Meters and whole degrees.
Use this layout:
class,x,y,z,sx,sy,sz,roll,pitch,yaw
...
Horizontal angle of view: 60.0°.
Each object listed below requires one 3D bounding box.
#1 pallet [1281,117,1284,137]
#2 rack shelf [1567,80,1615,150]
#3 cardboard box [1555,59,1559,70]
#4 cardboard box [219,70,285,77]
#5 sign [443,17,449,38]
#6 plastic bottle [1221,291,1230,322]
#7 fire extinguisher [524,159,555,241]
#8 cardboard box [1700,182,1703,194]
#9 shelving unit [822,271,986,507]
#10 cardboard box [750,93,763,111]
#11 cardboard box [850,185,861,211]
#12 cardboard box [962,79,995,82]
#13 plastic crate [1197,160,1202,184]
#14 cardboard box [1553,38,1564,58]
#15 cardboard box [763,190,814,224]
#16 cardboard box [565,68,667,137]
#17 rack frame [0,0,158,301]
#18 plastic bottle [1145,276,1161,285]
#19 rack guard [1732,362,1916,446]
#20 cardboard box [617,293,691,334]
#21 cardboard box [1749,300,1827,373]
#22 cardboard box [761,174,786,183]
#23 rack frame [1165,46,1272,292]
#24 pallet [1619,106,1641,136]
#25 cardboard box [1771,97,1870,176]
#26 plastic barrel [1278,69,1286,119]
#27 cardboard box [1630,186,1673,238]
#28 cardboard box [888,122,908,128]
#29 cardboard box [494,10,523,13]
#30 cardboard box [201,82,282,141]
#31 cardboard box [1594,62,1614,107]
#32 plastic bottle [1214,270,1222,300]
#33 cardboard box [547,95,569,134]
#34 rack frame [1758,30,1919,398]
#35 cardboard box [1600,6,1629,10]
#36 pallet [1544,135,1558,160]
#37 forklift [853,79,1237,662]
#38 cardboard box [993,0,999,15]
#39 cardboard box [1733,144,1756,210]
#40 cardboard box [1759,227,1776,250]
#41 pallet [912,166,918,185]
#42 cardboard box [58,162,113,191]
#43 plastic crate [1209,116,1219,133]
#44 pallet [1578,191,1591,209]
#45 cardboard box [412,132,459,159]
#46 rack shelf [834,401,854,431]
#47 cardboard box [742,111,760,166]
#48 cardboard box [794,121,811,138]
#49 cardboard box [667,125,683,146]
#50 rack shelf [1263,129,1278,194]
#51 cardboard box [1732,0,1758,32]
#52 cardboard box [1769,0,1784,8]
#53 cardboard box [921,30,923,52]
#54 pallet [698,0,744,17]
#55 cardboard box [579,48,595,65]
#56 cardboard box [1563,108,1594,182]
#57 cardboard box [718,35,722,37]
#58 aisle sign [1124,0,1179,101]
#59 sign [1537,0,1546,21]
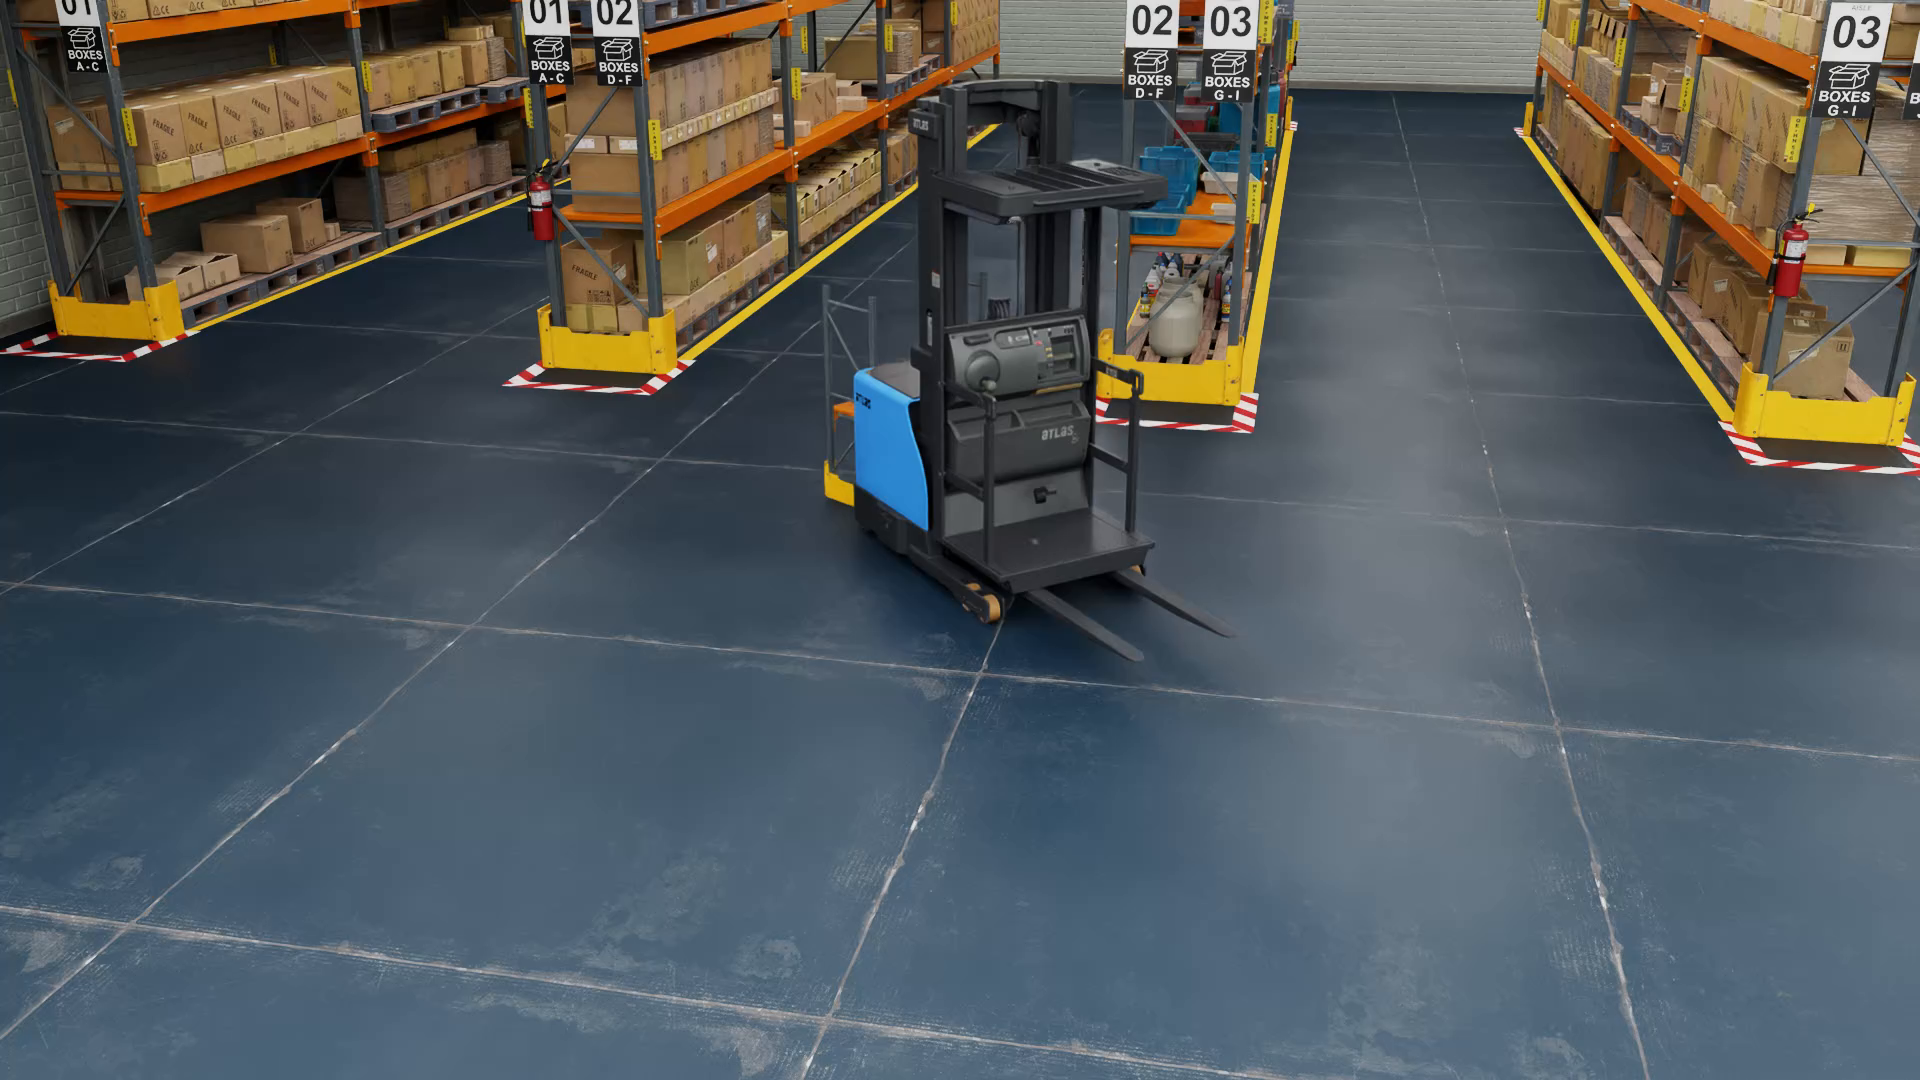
class,x,y,z,sx,sy,sz,roll,pitch,yaw
pallet,4.825,-6.819,27.502,1.003,0.211,1.213,4,22,11
rack shelf,8.656,-5.506,21.471,1.077,0.370,4.000,4,22,11
cardboard box,9.068,-7.061,24.706,0.380,0.149,0.250,4,22,10
cardboard box,-7.525,-4.720,17.729,0.500,0.500,0.500,4,22,11
sign,-6.843,-6.819,22.219,0.100,0.325,0.005,4,22,11
plastic bottle,2.442,-2.137,15.209,0.097,0.271,0.097,0,22,0
fire extinguisher,-3.560,-2.895,14.130,0.296,0.674,0.183,4,22,11
cardboard box,6.964,-3.197,15.112,0.380,0.149,0.250,4,22,11
shelving unit,-0.361,-1.071,11.506,1.083,1.500,0.587,-20,30,-41
cardboard box,-2.214,-4.447,16.877,0.380,0.149,0.250,4,22,9
cardboard box,-1.525,-4.200,20.386,0.500,0.250,0.500,5,22,12
cardboard box,0.313,-7.617,28.508,0.500,0.500,0.500,4,22,11
plastic crate,2.030,-3.449,15.686,0.450,0.188,0.662,4,22,11
cardboard box,9.211,-7.382,24.970,0.500,0.250,0.500,4,22,10
cardboard box,-1.937,-3.713,18.426,0.500,0.311,0.500,5,22,11
cardboard box,-2.963,-3.776,14.343,0.700,0.500,0.500,5,22,11
rack frame,-7.932,-3.315,15.069,1.000,3.000,0.127,4,22,11
plastic bottle,1.819,-2.346,15.721,0.152,0.276,0.135,4,22,9
rack guard,6.631,-1.050,12.792,1.175,0.500,0.348,4,22,11
cardboard box,-2.754,-2.037,15.015,0.500,0.250,0.500,4,22,11
cardboard box,6.848,-1.666,13.758,0.500,0.500,0.500,11,24,25
cardboard box,-2.259,-4.124,19.446,0.500,0.311,0.500,4,22,11
rack frame,2.583,-4.022,16.826,1.000,3.000,0.127,4,22,11
pallet,8.207,-4.750,18.889,1.213,0.211,1.003,4,22,11
cardboard box,6.486,-3.050,12.541,0.500,0.500,0.500,4,22,11
plastic barrel,3.601,-5.356,19.954,0.600,0.536,0.708,4,22,11
cardboard box,8.030,-3.702,18.787,0.700,0.500,0.500,3,22,6
cardboard box,-0.766,-5.620,23.549,0.500,0.500,0.500,4,22,9
cardboard box,-6.244,-7.344,23.511,0.500,0.250,0.500,4,22,10
cardboard box,-7.224,-4.312,16.716,0.500,0.500,0.500,5,23,13
cardboard box,8.316,-5.726,20.921,0.500,0.500,0.500,4,22,9
plastic bottle,2.487,-2.470,16.017,0.061,0.283,0.133,4,22,11
cardboard box,-5.836,-6.017,24.094,0.750,0.750,0.750,4,22,11
rack frame,6.616,-2.182,12.256,1.000,3.000,0.127,4,22,11
cardboard box,9.622,-7.513,24.291,0.500,0.500,0.500,4,22,9
pallet,9.543,-5.997,25.461,1.003,0.211,1.213,4,22,11
forklift,0.462,-1.072,9.592,1.130,2.935,3.031,-12,25,-27
cardboard box,0.362,-9.117,28.002,0.500,0.500,0.500,4,22,10
cardboard box,6.884,-2.937,13.599,0.875,0.500,0.500,4,22,11
cardboard box,6.524,-2.372,13.065,0.380,0.149,0.250,4,22,11
pallet,-1.009,-5.286,23.696,1.003,0.211,1.213,4,22,11
cardboard box,-8.026,-3.440,15.554,0.500,0.250,0.500,5,22,12
plastic crate,2.662,-4.583,18.501,0.450,0.188,0.662,4,22,11
pallet,8.734,-4.542,21.848,1.003,0.211,1.213,4,22,11
cardboard box,-6.673,-4.974,20.941,0.500,0.250,0.500,4,22,11
rack shelf,-0.368,-0.902,11.567,1.000,0.185,0.538,-20,30,-41
cardboard box,-2.451,-4.092,16.864,0.700,0.500,0.500,4,22,10
cardboard box,-1.884,-4.593,18.580,0.380,0.149,0.250,4,22,11
cardboard box,-2.687,-3.601,14.777,0.380,0.149,0.250,5,22,11
rack shelf,2.991,-4.420,18.777,1.077,0.370,4.000,4,22,11
cardboard box,6.874,-4.447,14.066,0.500,0.250,0.500,4,22,9
cardboard box,6.639,-4.289,13.141,0.380,0.149,0.250,3,22,8
cardboard box,-0.782,-7.576,25.516,0.500,0.500,0.500,5,22,12
pallet,-2.665,-4.993,15.339,1.003,0.211,1.213,4,22,11
cardboard box,-5.633,-7.156,24.047,0.500,0.500,0.500,5,22,12
cardboard box,8.772,-5.217,22.075,1.225,0.875,0.875,4,22,9
cardboard box,-4.761,-9.118,29.077,0.980,0.700,0.700,5,23,13
aisle sign,1.461,-3.762,12.699,0.394,0.787,0.004,4,22,11
sign,9.338,-8.516,26.720,0.100,0.325,0.005,4,22,11
